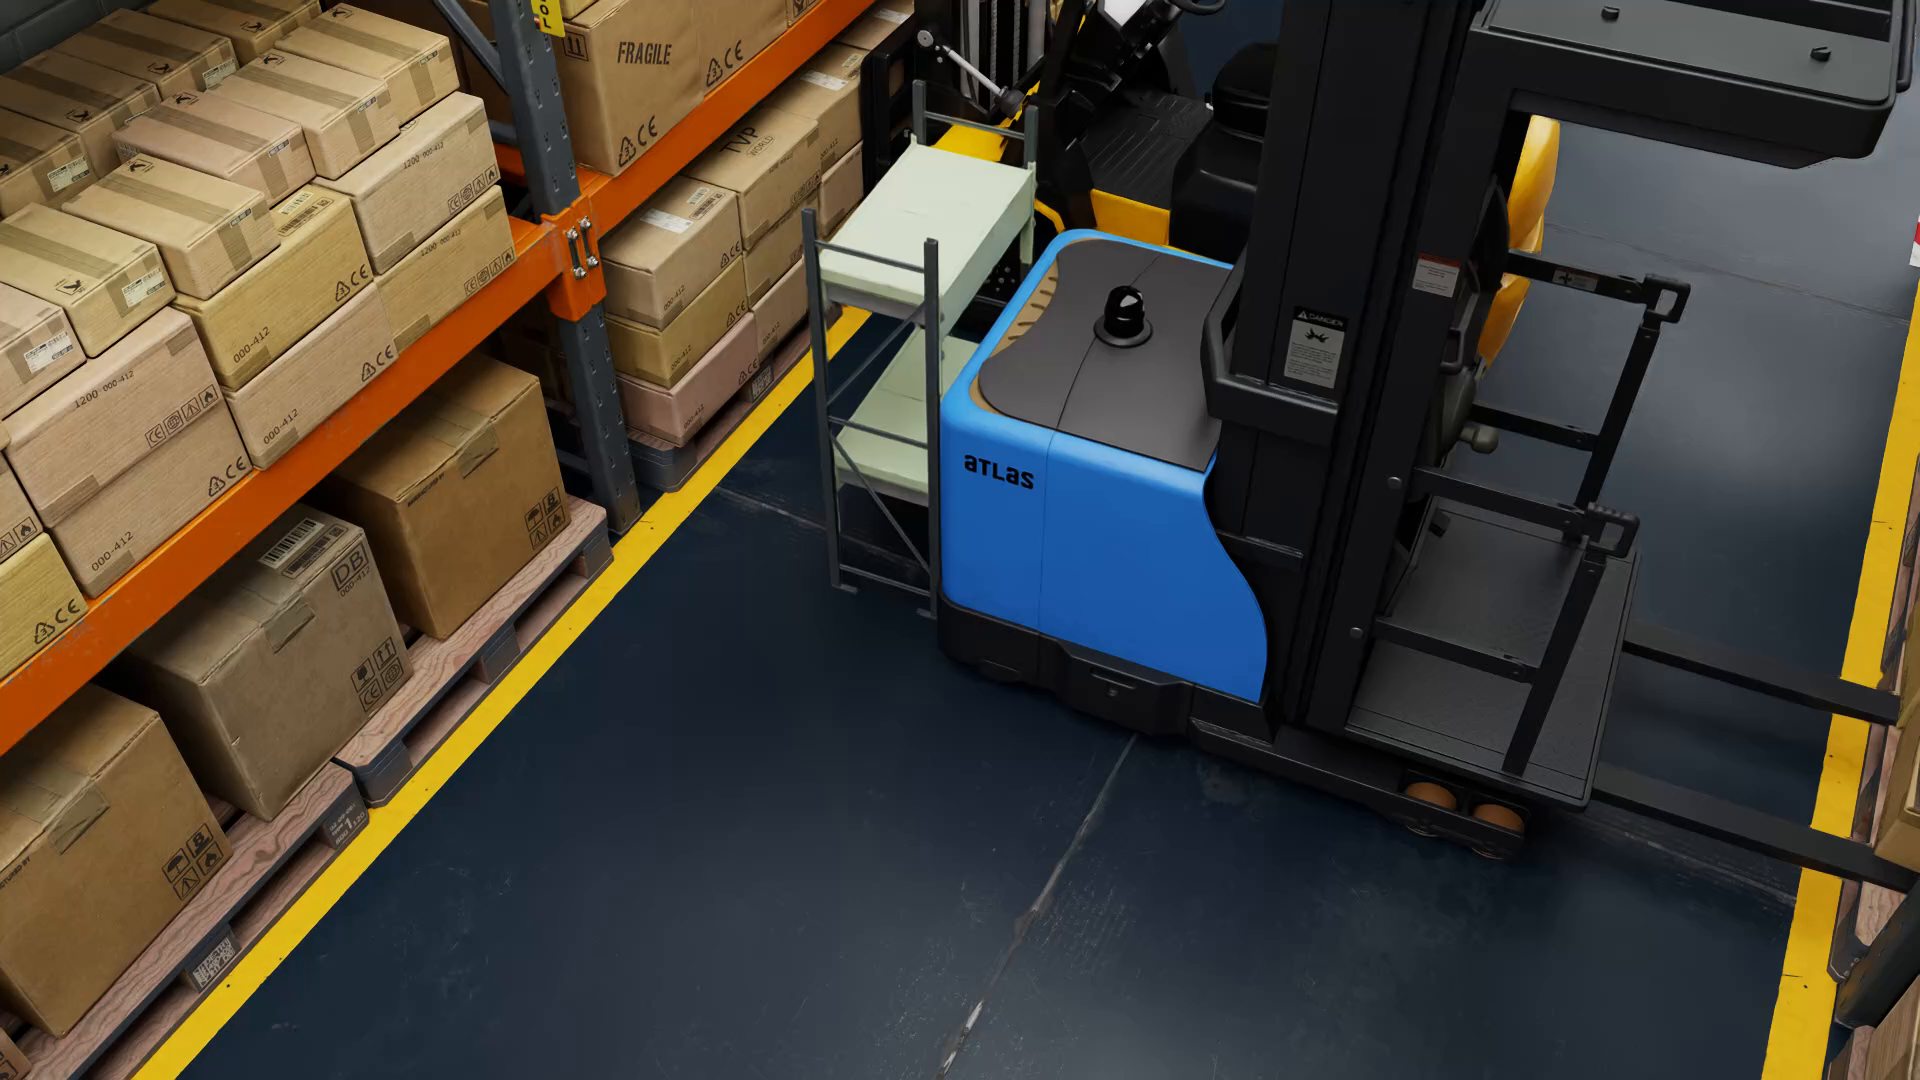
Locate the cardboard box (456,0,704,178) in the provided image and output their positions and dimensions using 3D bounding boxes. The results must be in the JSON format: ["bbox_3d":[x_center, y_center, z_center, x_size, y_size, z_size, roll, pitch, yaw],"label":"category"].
[{"bbox_3d":[-1.146,-1.494,5.047,0.500,0.500,0.500,19,48,18],"label":"cardboard box"}]

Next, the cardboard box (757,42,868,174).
[{"bbox_3d":[-0.614,-1.635,6.192,0.500,0.250,0.500,22,49,20],"label":"cardboard box"}]

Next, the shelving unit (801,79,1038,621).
[{"bbox_3d":[-0.101,-0.560,5.249,0.431,1.500,0.755,17,48,16],"label":"shelving unit"}]

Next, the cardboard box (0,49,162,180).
[{"bbox_3d":[-2.224,-1.069,4.172,0.380,0.149,0.250,20,49,19],"label":"cardboard box"}]

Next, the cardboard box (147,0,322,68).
[{"bbox_3d":[-1.937,-1.378,4.477,0.380,0.149,0.250,19,48,18],"label":"cardboard box"}]

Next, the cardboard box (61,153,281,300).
[{"bbox_3d":[-1.814,-0.725,3.832,0.380,0.149,0.250,19,48,18],"label":"cardboard box"}]

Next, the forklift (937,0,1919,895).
[{"bbox_3d":[1.491,-0.538,4.221,3.031,2.935,1.130,17,48,16],"label":"forklift"}]

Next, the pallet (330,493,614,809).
[{"bbox_3d":[-1.891,0.192,5.412,1.003,0.211,1.213,20,49,19],"label":"pallet"}]

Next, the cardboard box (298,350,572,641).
[{"bbox_3d":[-1.816,-0.246,5.259,0.875,0.625,0.625,23,50,21],"label":"cardboard box"}]

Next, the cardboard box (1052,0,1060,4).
[{"bbox_3d":[0.324,-2.732,7.628,0.500,0.250,0.500,20,49,19],"label":"cardboard box"}]

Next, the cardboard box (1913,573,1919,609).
[{"bbox_3d":[3.330,0.071,5.209,0.500,0.250,0.500,21,49,20],"label":"cardboard box"}]

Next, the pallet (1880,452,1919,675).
[{"bbox_3d":[3.660,0.145,5.458,1.003,0.211,1.213,20,49,19],"label":"pallet"}]

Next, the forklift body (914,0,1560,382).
[{"bbox_3d":[1.009,-1.690,5.908,2.313,2.155,1.214,20,49,19],"label":"forklift body"}]

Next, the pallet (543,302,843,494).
[{"bbox_3d":[-1.177,-0.773,6.365,1.003,0.211,1.213,20,49,19],"label":"pallet"}]

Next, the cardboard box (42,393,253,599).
[{"bbox_3d":[-2.072,-0.188,3.932,0.500,0.250,0.500,21,49,19],"label":"cardboard box"}]

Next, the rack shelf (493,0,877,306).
[{"bbox_3d":[-0.655,-2.273,6.393,1.077,0.370,4.000,20,49,19],"label":"rack shelf"}]

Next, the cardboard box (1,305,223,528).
[{"bbox_3d":[-2.060,-0.348,3.739,0.500,0.250,0.500,21,49,20],"label":"cardboard box"}]

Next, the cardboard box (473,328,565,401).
[{"bbox_3d":[-1.537,-0.819,6.089,0.500,0.250,0.500,21,49,19],"label":"cardboard box"}]

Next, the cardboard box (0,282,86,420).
[{"bbox_3d":[-2.112,-0.426,3.535,0.380,0.149,0.250,21,49,19],"label":"cardboard box"}]

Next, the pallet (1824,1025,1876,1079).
[{"bbox_3d":[2.455,1.842,3.781,1.003,0.211,1.213,20,49,19],"label":"pallet"}]

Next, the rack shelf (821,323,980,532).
[{"bbox_3d":[-0.101,-0.331,5.481,0.431,0.370,0.720,17,48,16],"label":"rack shelf"}]

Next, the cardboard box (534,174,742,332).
[{"bbox_3d":[-1.081,-0.999,5.564,0.500,0.250,0.500,20,49,18],"label":"cardboard box"}]

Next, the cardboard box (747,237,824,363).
[{"bbox_3d":[-0.844,-0.967,6.235,0.500,0.250,0.500,19,48,18],"label":"cardboard box"}]

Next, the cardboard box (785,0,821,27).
[{"bbox_3d":[-0.685,-2.147,5.693,0.500,0.500,0.500,20,49,19],"label":"cardboard box"}]

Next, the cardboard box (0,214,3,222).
[{"bbox_3d":[-2.463,-0.753,3.859,0.380,0.149,0.250,20,49,19],"label":"cardboard box"}]

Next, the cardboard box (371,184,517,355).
[{"bbox_3d":[-1.586,-0.809,4.546,0.500,0.250,0.500,22,49,20],"label":"cardboard box"}]

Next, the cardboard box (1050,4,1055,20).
[{"bbox_3d":[0.096,-2.256,7.509,0.500,0.250,0.500,20,49,19],"label":"cardboard box"}]

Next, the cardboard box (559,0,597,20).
[{"bbox_3d":[-1.203,-1.643,4.738,0.380,0.149,0.250,20,49,18],"label":"cardboard box"}]

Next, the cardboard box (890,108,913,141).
[{"bbox_3d":[-0.375,-1.774,6.681,0.500,0.250,0.500,20,49,19],"label":"cardboard box"}]

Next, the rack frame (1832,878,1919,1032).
[{"bbox_3d":[2.815,0.371,3.275,1.000,3.000,0.127,20,49,19],"label":"rack frame"}]

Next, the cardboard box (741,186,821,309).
[{"bbox_3d":[-0.854,-1.143,6.057,0.500,0.250,0.500,20,49,19],"label":"cardboard box"}]

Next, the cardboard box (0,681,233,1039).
[{"bbox_3d":[-2.530,0.714,4.309,0.875,0.625,0.625,19,48,17],"label":"cardboard box"}]

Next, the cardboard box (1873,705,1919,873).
[{"bbox_3d":[2.851,0.729,4.559,0.500,0.250,0.500,23,50,21],"label":"cardboard box"}]

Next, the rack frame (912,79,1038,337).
[{"bbox_3d":[0.044,-0.799,5.485,0.400,1.500,0.023,17,48,16],"label":"rack frame"}]

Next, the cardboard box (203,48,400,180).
[{"bbox_3d":[-1.649,-1.072,4.174,0.380,0.149,0.250,20,49,18],"label":"cardboard box"}]

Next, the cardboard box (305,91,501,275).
[{"bbox_3d":[-1.585,-0.995,4.378,0.500,0.250,0.500,19,48,18],"label":"cardboard box"}]

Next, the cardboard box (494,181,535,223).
[{"bbox_3d":[-1.526,-1.172,5.734,0.500,0.250,0.500,21,49,20],"label":"cardboard box"}]
